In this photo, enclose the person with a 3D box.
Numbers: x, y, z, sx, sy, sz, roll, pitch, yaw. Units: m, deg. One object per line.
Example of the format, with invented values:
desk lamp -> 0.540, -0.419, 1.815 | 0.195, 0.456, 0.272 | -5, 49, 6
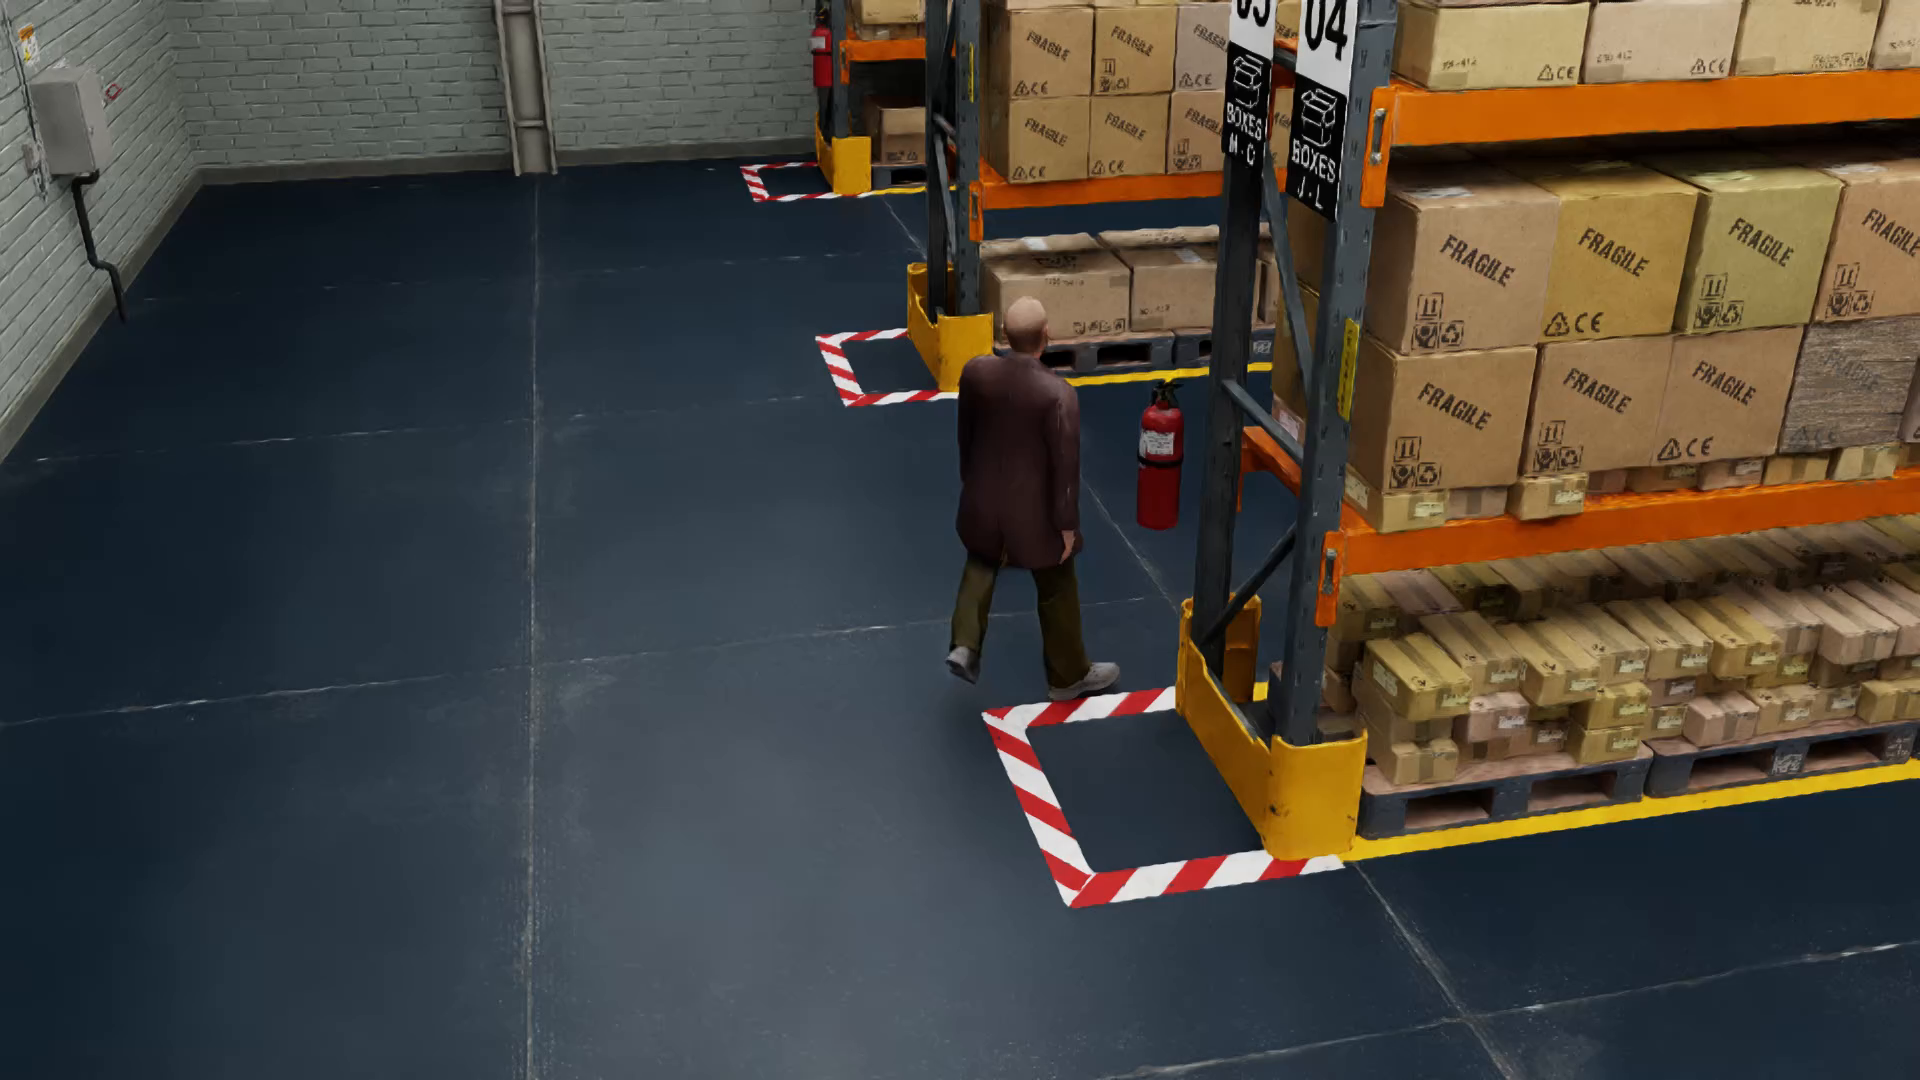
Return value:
person -> 0.248, -0.133, 6.855 | 0.700, 1.770, 0.678 | 14, 30, 26
